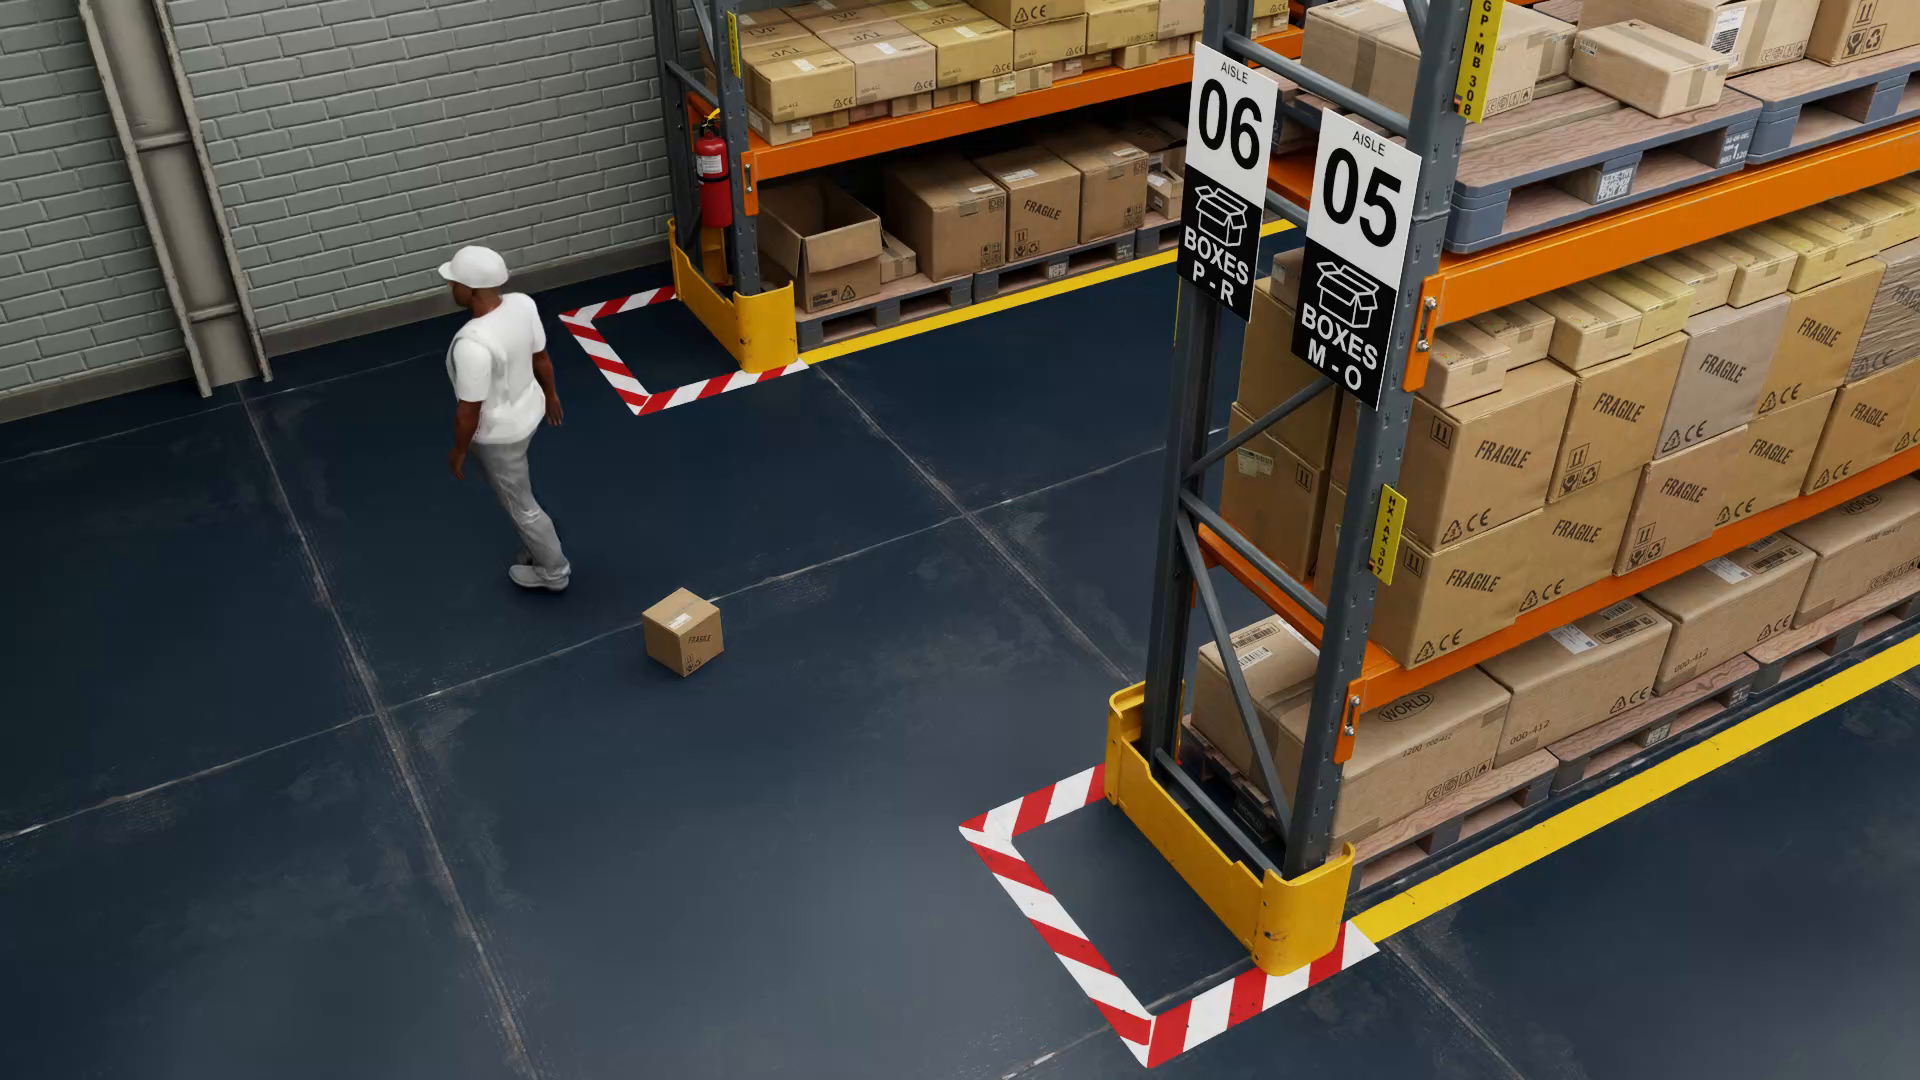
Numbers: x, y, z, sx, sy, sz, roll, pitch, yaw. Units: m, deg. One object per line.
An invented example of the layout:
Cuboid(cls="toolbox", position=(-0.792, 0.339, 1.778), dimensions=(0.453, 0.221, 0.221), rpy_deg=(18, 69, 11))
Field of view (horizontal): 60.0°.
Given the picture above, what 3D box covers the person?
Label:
Cuboid(cls="person", position=(-2.106, -0.523, 7.605), dimensions=(0.509, 1.810, 0.617), rpy_deg=(7, 37, 10))
